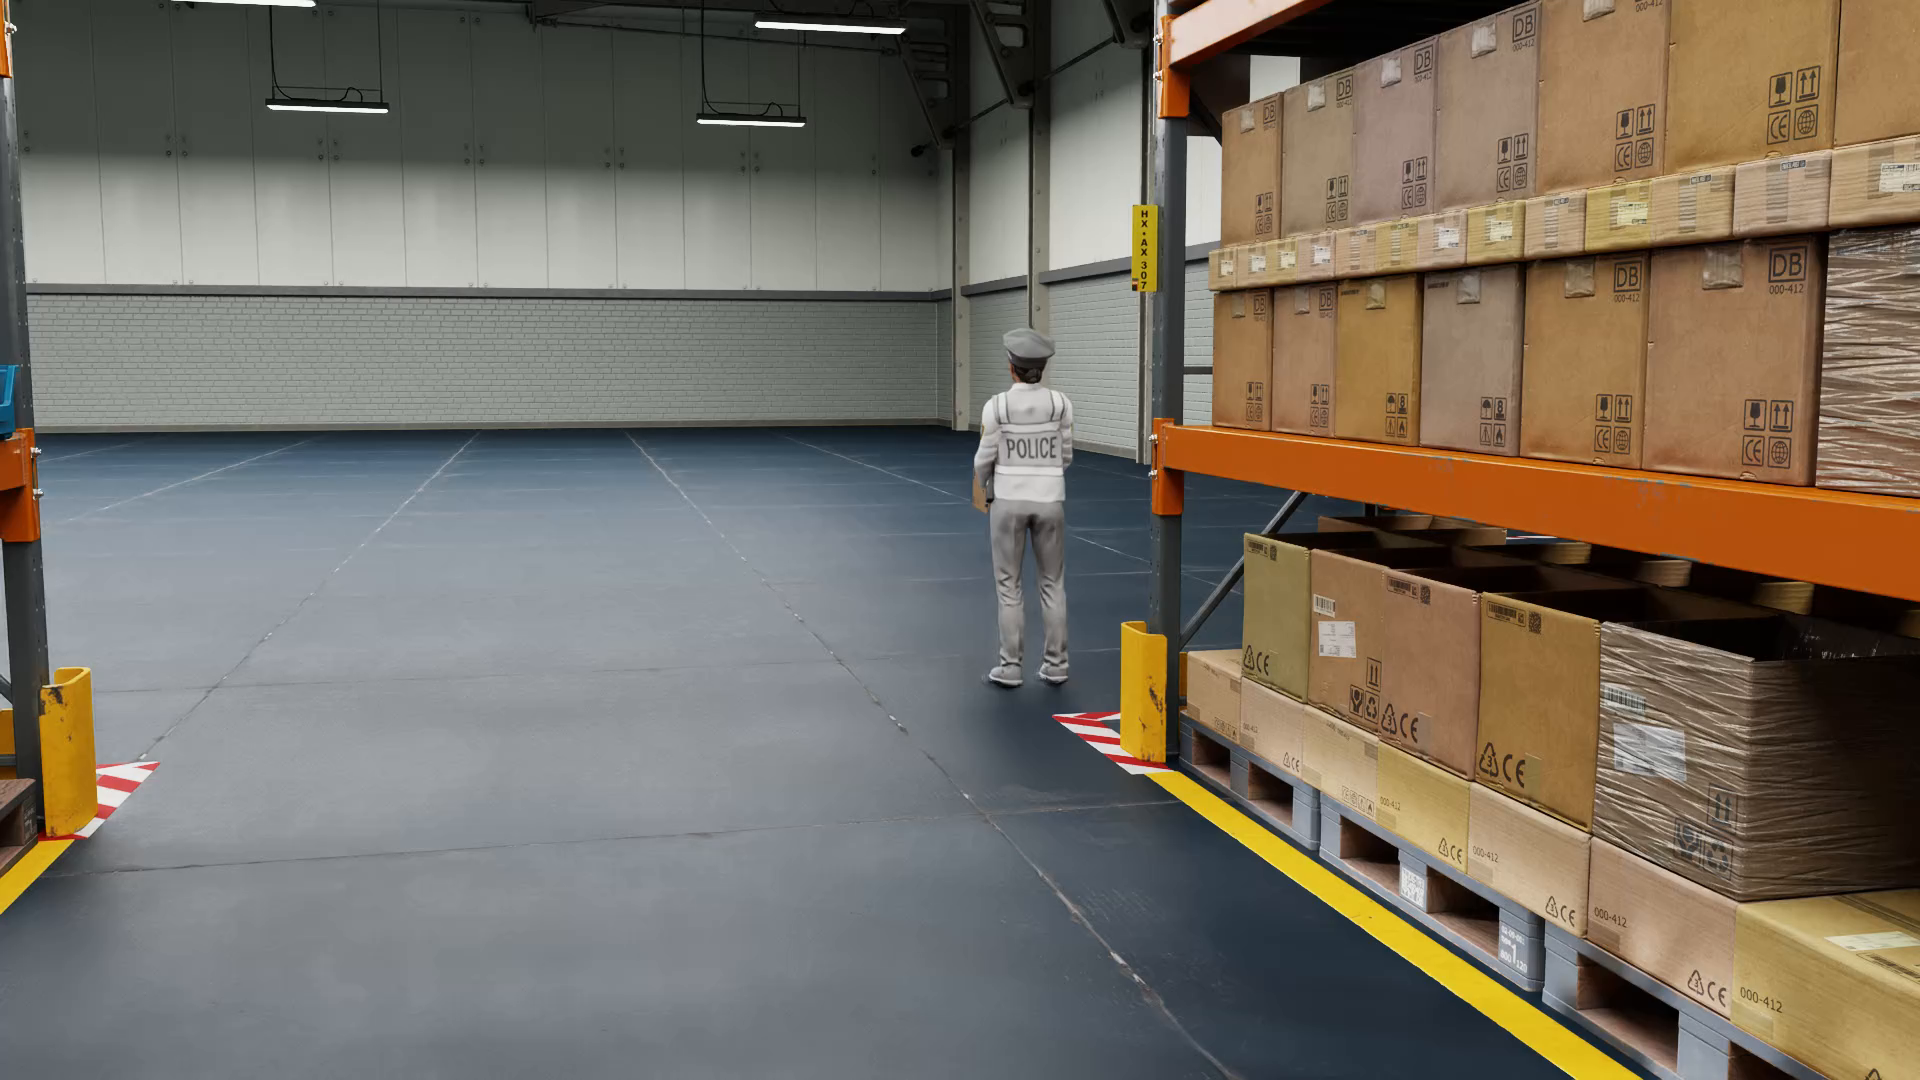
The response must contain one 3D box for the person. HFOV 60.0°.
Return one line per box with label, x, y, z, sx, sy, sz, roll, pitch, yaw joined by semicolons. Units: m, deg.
person;0.301;-0.158;7.954;0.471;1.700;0.543;-1;6;-9
